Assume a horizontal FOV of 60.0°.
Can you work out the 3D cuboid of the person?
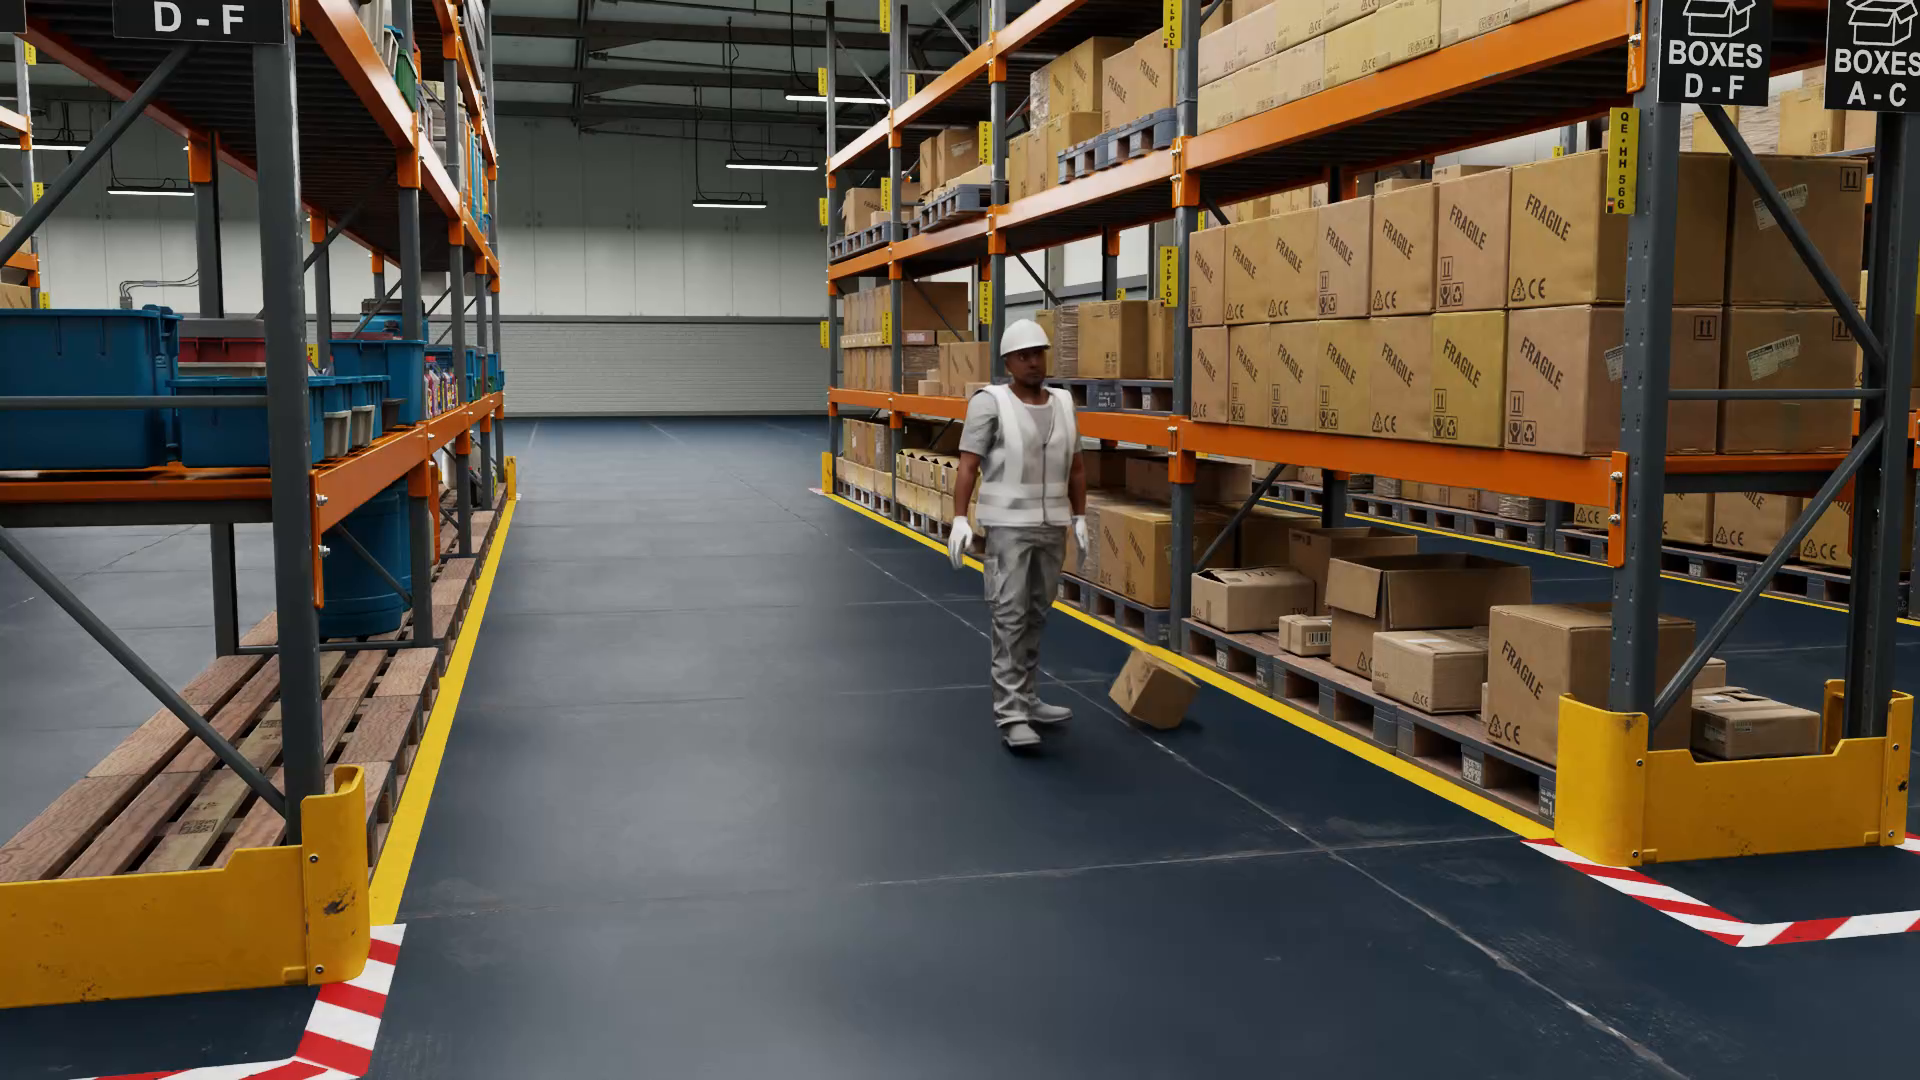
[{"bbox_3d":[0.271,-0.037,7.039,0.701,1.785,0.635,-4,7,-33],"label":"person"}]
